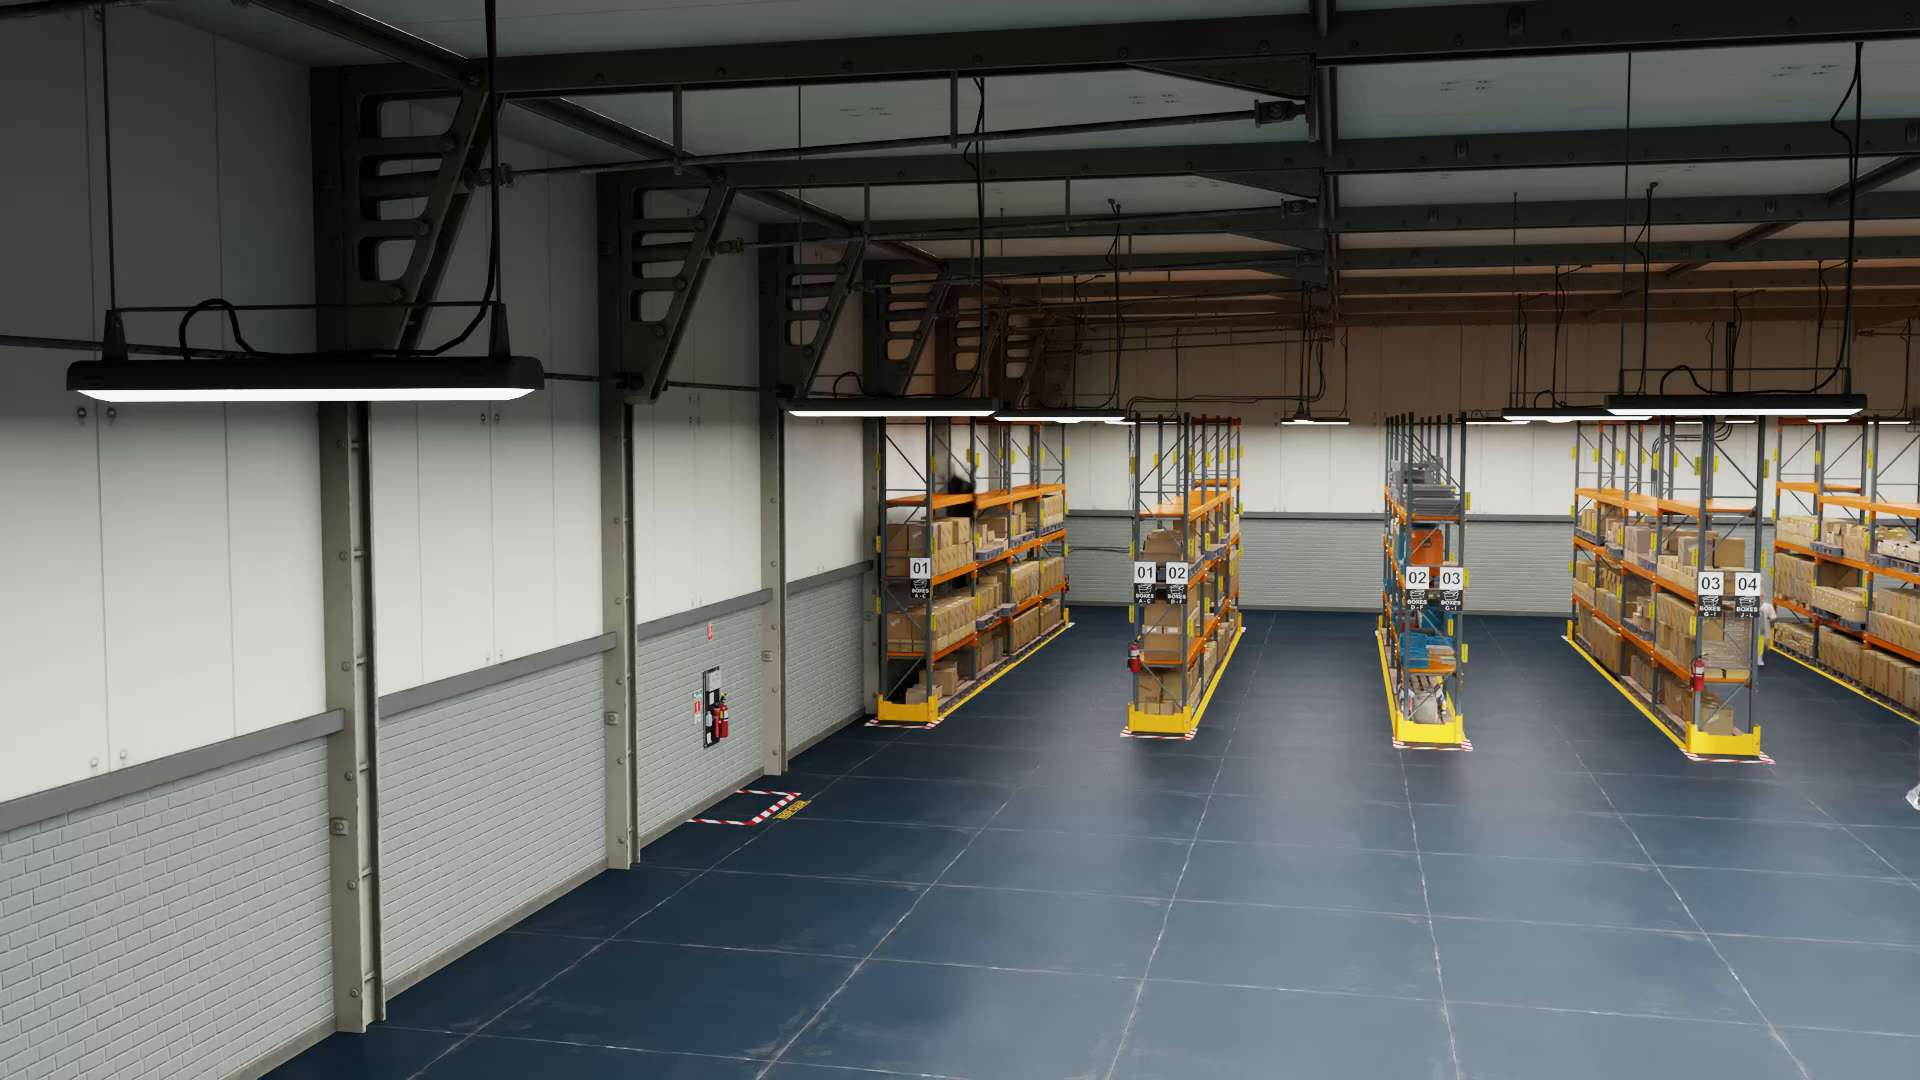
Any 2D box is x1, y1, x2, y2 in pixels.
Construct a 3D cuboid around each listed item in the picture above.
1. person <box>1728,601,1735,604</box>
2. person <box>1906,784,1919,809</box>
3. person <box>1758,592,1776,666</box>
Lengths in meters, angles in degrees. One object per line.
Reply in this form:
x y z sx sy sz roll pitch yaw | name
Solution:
20.818 1.853 44.352 0.613 1.762 0.759 -1 4 -18 | person
14.412 3.252 24.461 0.558 1.595 0.837 -4 5 -45 | person
19.295 2.129 40.122 0.720 1.751 0.964 1 4 13 | person
